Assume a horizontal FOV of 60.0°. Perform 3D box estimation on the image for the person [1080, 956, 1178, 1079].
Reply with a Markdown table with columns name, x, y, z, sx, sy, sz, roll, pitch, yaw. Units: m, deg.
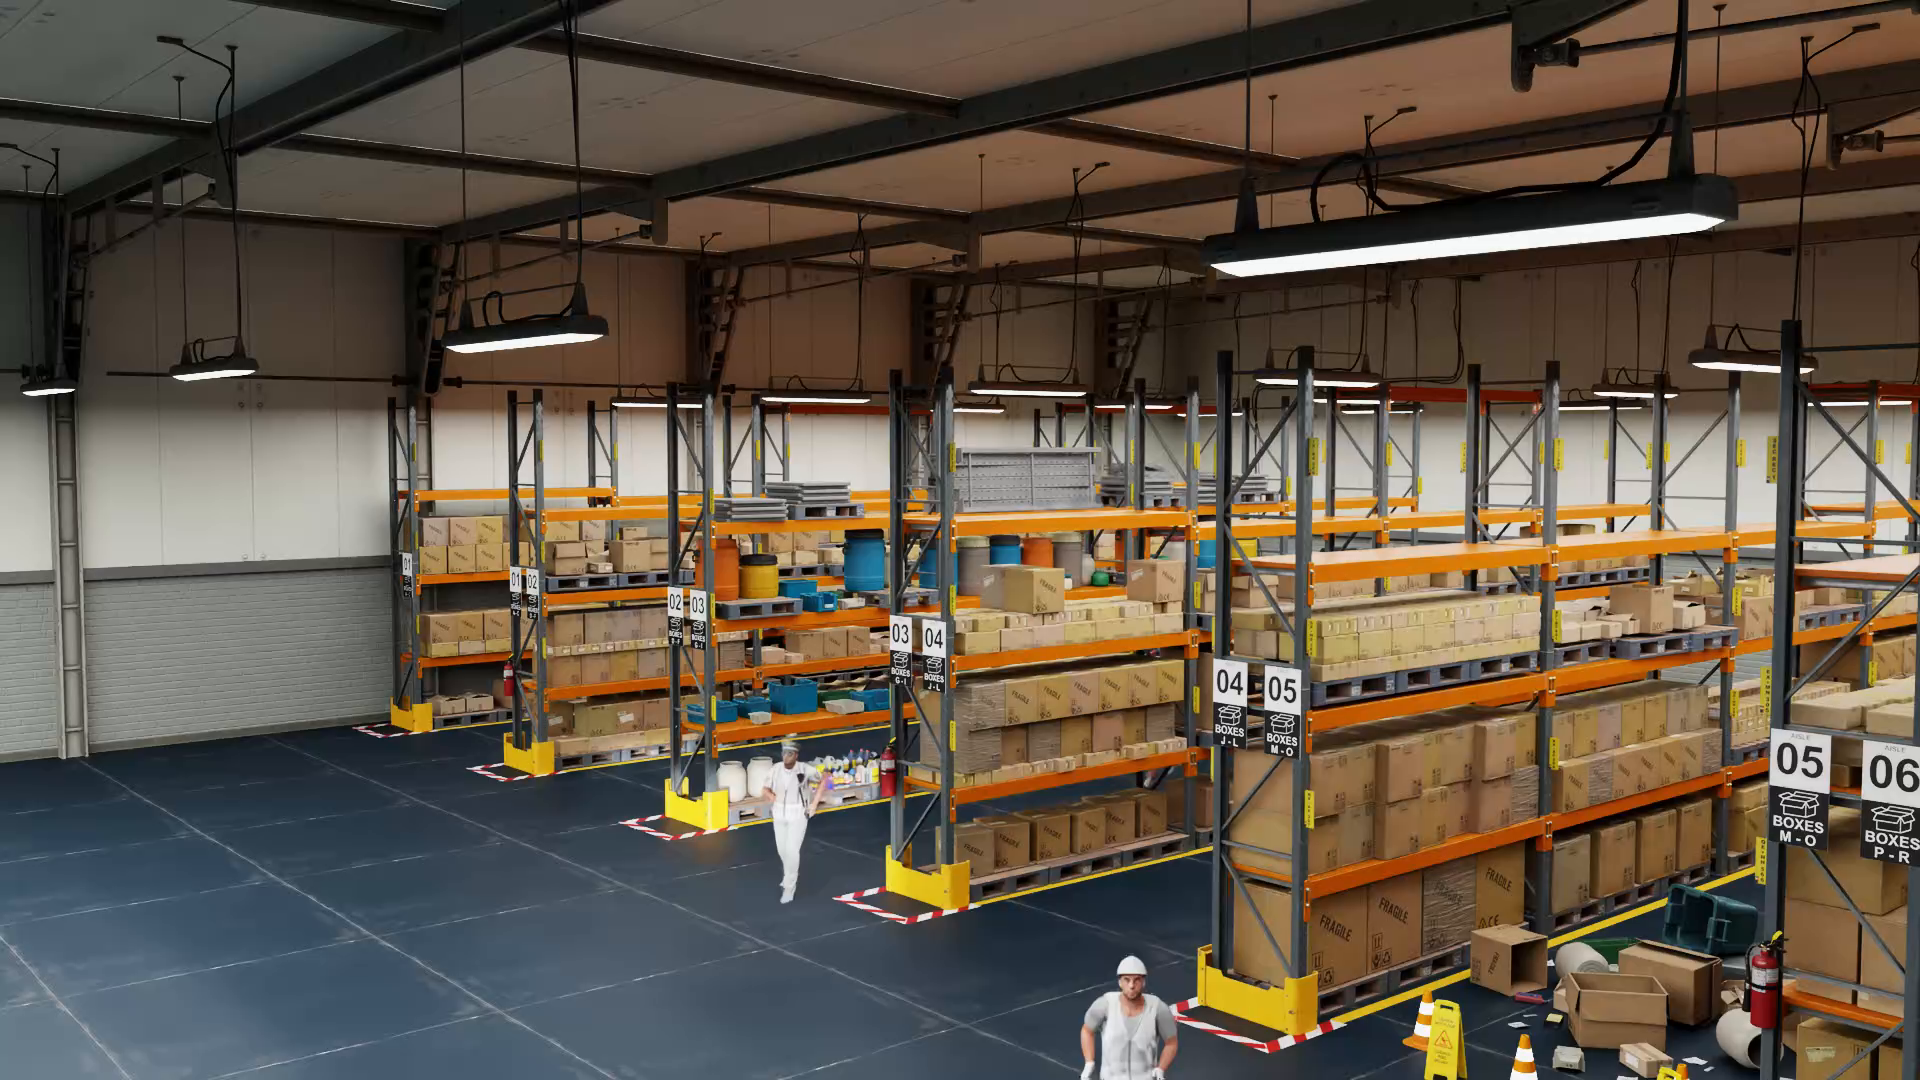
| name | x | y | z | sx | sy | sz | roll | pitch | yaw |
| --- | --- | --- | --- | --- | --- | --- | --- | --- | --- |
| person | 1.137 | 3.647 | 11.184 | 0.661 | 1.733 | 0.634 | 0 | 3 | 4 |

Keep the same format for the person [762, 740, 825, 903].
| name | x | y | z | sx | sy | sz | roll | pitch | yaw |
| --- | --- | --- | --- | --- | --- | --- | --- | --- | --- |
| person | -1.921 | 3.185 | 18.970 | 0.673 | 1.857 | 0.780 | 1 | 3 | 17 |

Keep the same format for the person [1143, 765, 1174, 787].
| name | x | y | z | sx | sy | sz | roll | pitch | yaw |
| --- | --- | --- | --- | --- | --- | --- | --- | --- | --- |
| person | 3.026 | 2.844 | 25.120 | 0.588 | 1.626 | 1.053 | 3 | 4 | 42 |
